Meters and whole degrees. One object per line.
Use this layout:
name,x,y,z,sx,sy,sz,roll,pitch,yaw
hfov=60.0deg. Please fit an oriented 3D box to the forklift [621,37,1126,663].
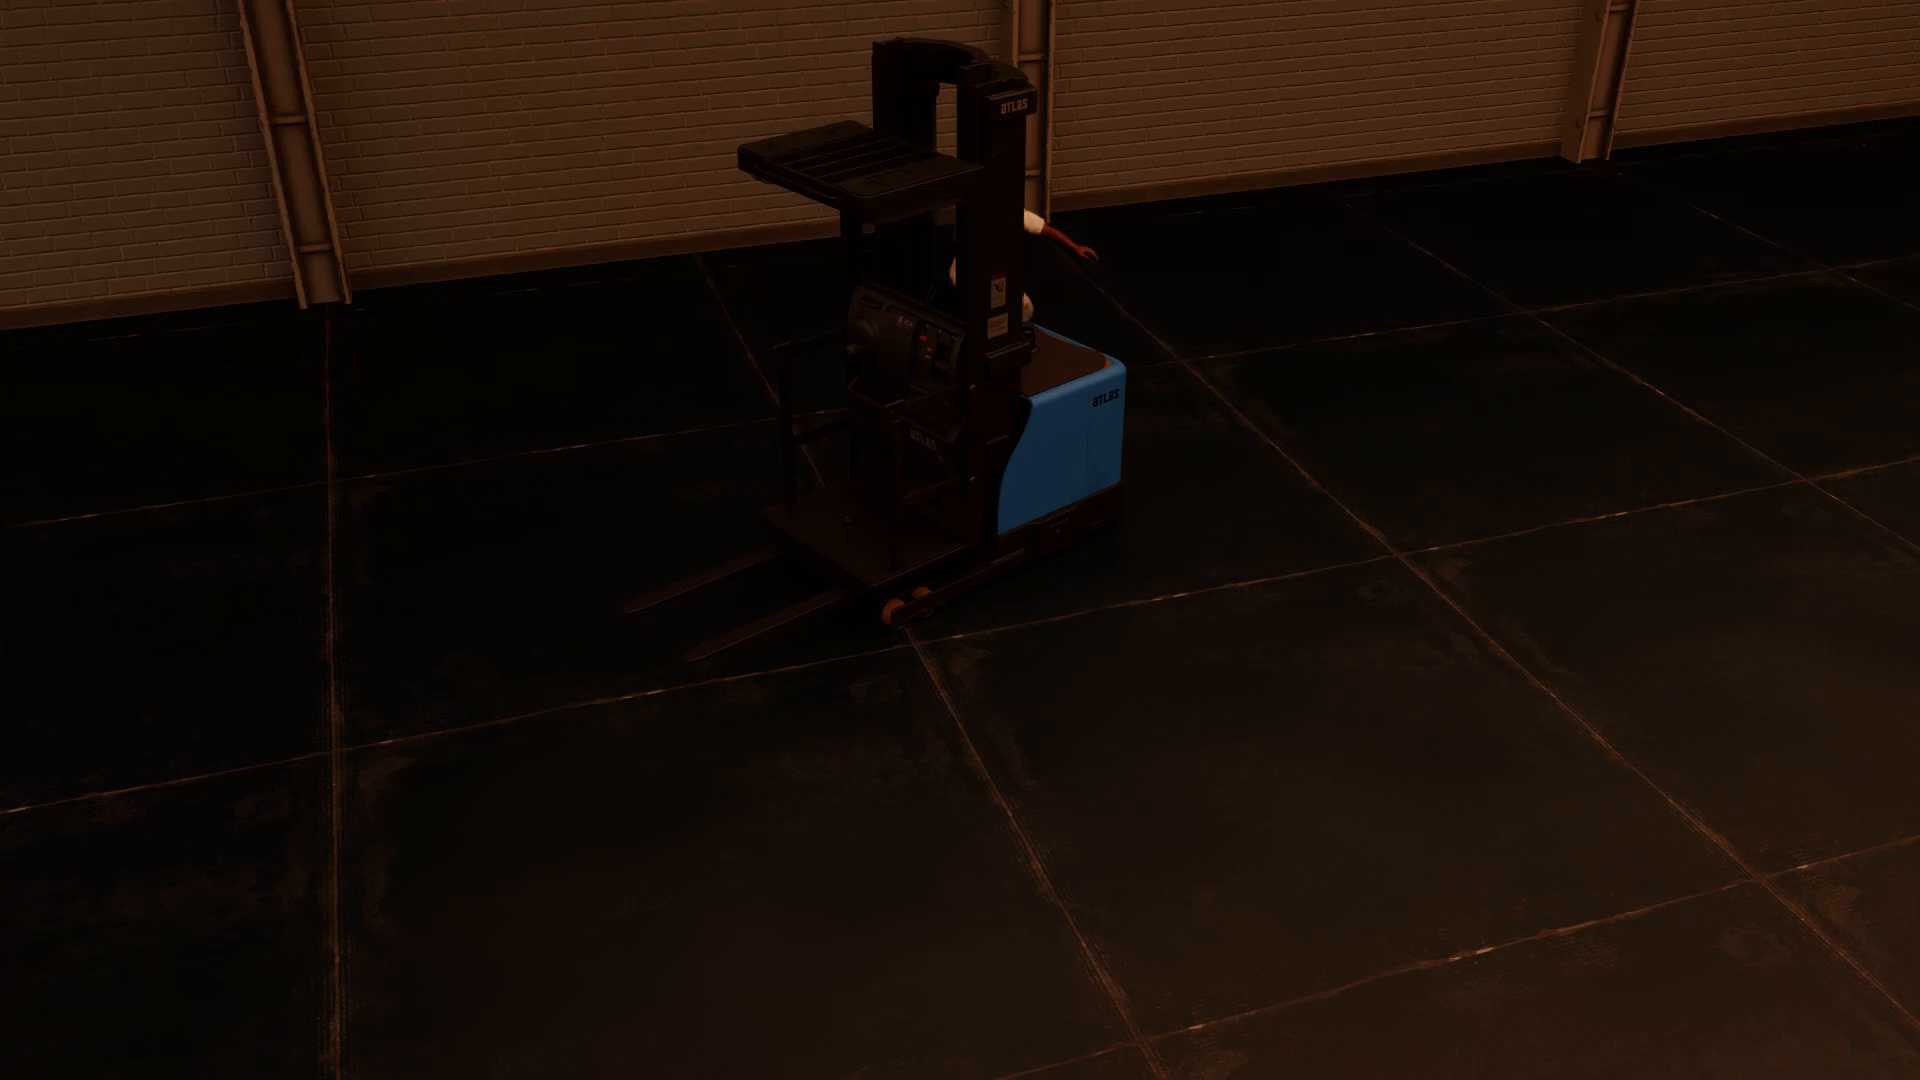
forklift,-0.461,-1.072,8.951,3.031,2.935,1.130,-23,37,-34

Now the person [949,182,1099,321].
person,0.413,-1.848,11.762,1.100,1.481,0.850,4,30,7
